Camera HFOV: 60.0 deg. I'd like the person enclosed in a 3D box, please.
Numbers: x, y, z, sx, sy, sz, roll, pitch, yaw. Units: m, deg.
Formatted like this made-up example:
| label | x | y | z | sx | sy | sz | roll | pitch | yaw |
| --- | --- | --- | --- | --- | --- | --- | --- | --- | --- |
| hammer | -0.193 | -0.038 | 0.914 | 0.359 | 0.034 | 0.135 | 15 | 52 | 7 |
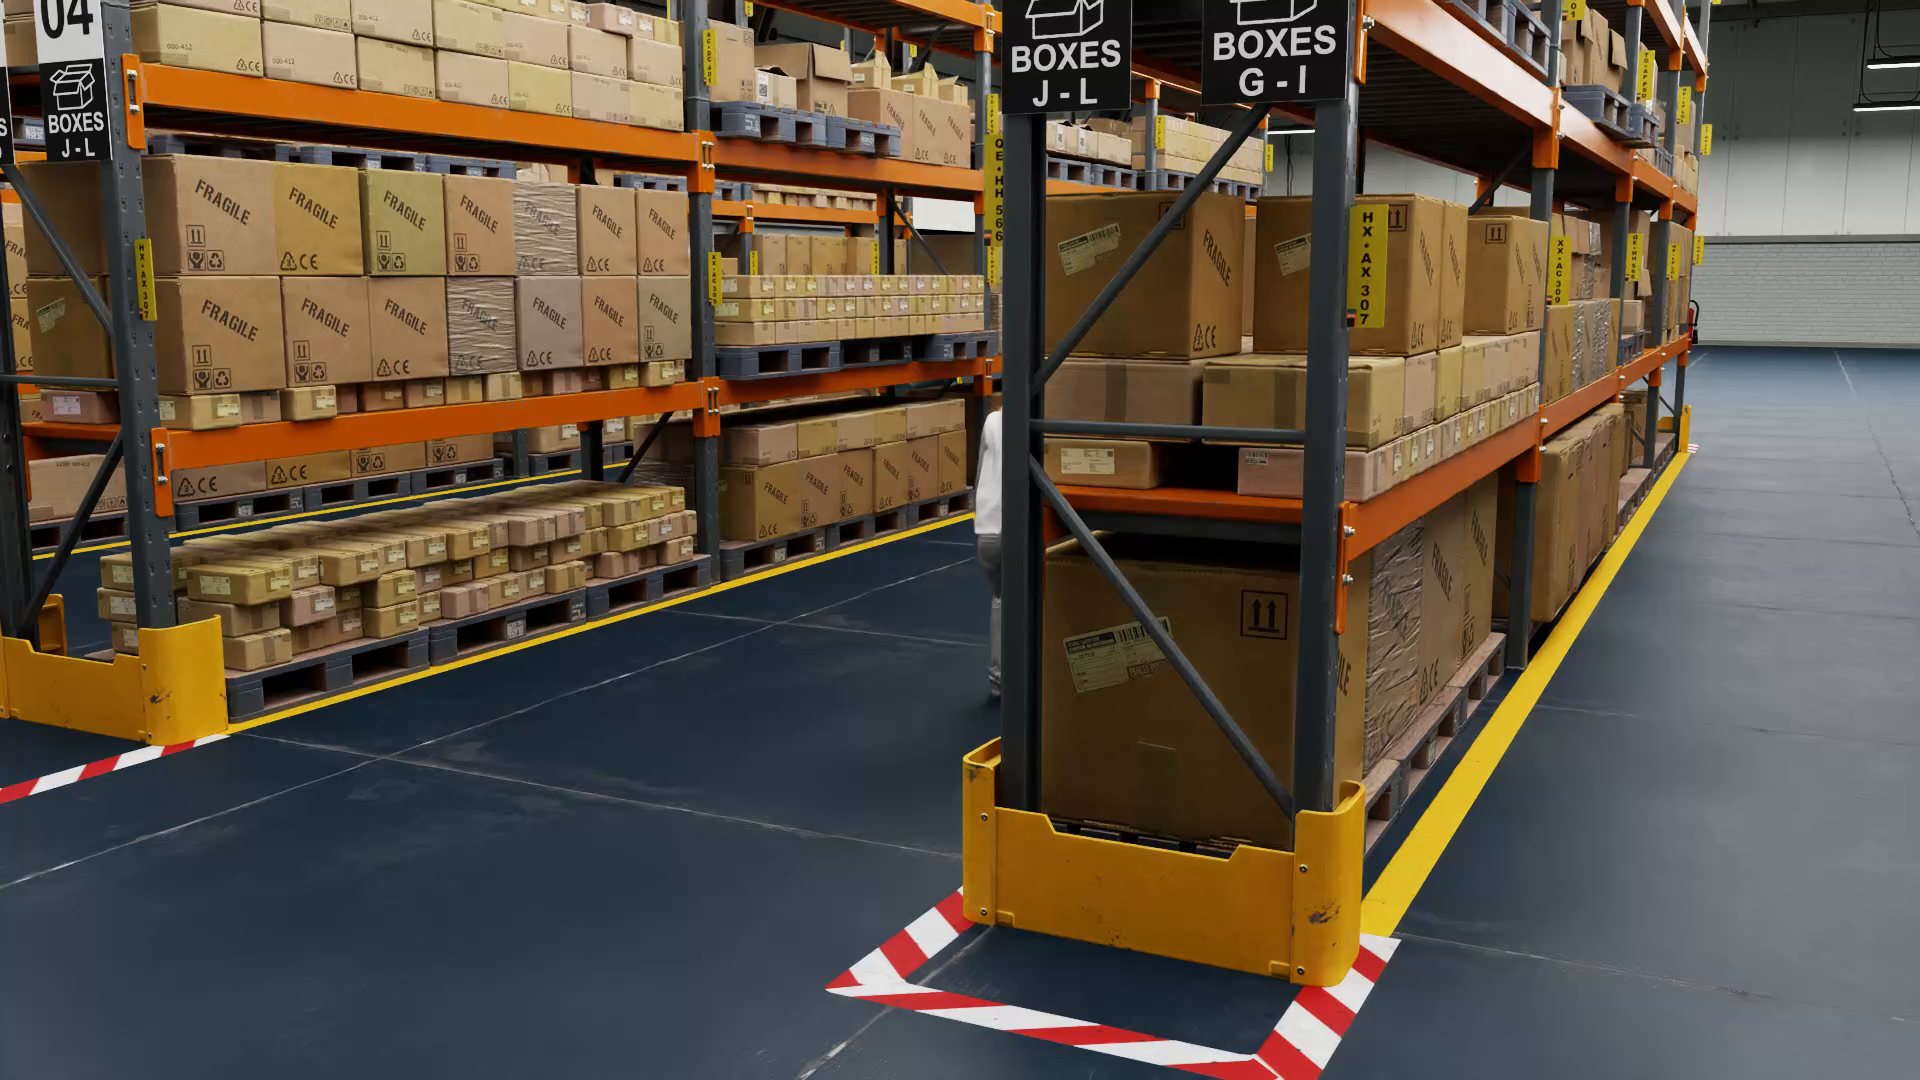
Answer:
| label | x | y | z | sx | sy | sz | roll | pitch | yaw |
| --- | --- | --- | --- | --- | --- | --- | --- | --- | --- |
| person | 0.321 | -0.042 | 7.758 | 0.588 | 1.560 | 0.671 | 5 | 10 | 26 |
